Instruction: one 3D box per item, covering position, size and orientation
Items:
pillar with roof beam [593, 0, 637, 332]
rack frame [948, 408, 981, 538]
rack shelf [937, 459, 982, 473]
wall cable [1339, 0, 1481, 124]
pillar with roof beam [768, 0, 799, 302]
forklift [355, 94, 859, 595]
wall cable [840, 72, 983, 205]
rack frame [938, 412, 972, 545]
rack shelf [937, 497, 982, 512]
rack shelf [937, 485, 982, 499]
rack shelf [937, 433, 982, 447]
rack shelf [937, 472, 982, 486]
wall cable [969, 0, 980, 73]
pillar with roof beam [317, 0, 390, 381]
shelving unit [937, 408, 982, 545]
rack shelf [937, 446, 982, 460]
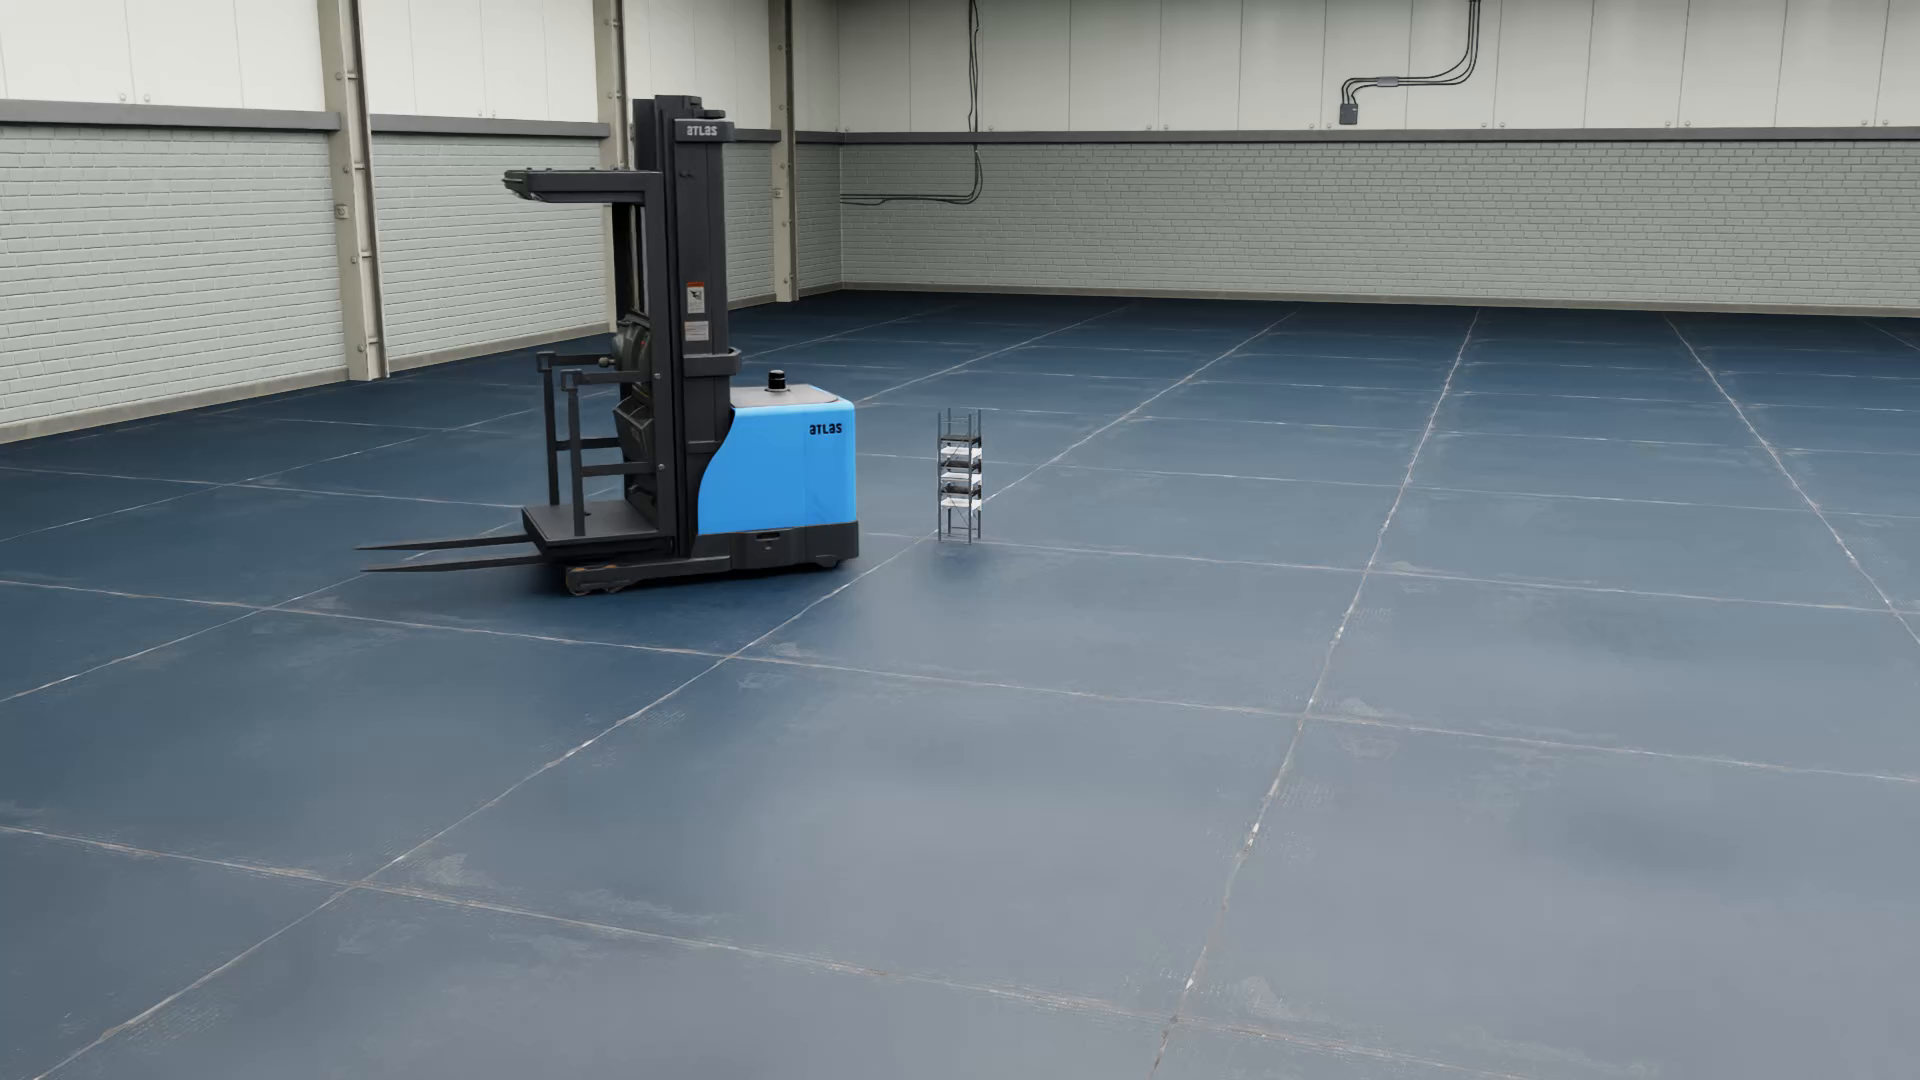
[{"bbox_3d":[-1.104,-7.288,23.197,9.100,9.000,0.400,4,14,18],"label":"pillar with roof beam"},{"bbox_3d":[0.030,-0.458,11.474,0.240,0.900,0.006,4,14,18],"label":"rack frame"},{"bbox_3d":[-0.003,-0.492,11.368,0.258,0.077,0.200,4,14,18],"label":"rack shelf"},{"bbox_3d":[7.946,-10.358,29.003,2.305,6.003,0.169,4,14,18],"label":"wall cable"},{"bbox_3d":[0.837,-8.552,28.732,9.100,9.000,0.400,4,14,18],"label":"pillar with roof beam"},{"bbox_3d":[-2.220,-1.228,10.279,3.031,2.935,1.130,-5,14,-21],"label":"forklift"},{"bbox_3d":[-1.032,-7.873,32.736,3.097,2.526,0.112,4,14,18],"label":"wall cable"},{"bbox_3d":[-0.036,-0.416,11.287,0.240,0.900,0.006,4,14,18],"label":"rack frame"},{"bbox_3d":[-0.003,-0.229,11.428,0.258,0.077,0.200,4,14,18],"label":"rack shelf"},{"bbox_3d":[-0.003,-0.317,11.408,0.258,0.077,0.200,4,14,18],"label":"rack shelf"},{"bbox_3d":[-0.003,-0.668,11.328,0.258,0.077,0.200,4,14,18],"label":"rack shelf"},{"bbox_3d":[-0.003,-0.405,11.388,0.258,0.077,0.200,4,14,18],"label":"rack shelf"},{"bbox_3d":[1.528,-10.140,31.320,3.097,2.526,0.112,4,14,18],"label":"wall cable"},{"bbox_3d":[-3.045,-6.025,17.662,9.100,9.000,0.400,4,14,18],"label":"pillar with roof beam"},{"bbox_3d":[-0.003,-0.437,11.380,0.258,0.900,0.210,4,14,18],"label":"shelving unit"},{"bbox_3d":[-0.003,-0.580,11.348,0.258,0.077,0.200,4,14,18],"label":"rack shelf"}]
